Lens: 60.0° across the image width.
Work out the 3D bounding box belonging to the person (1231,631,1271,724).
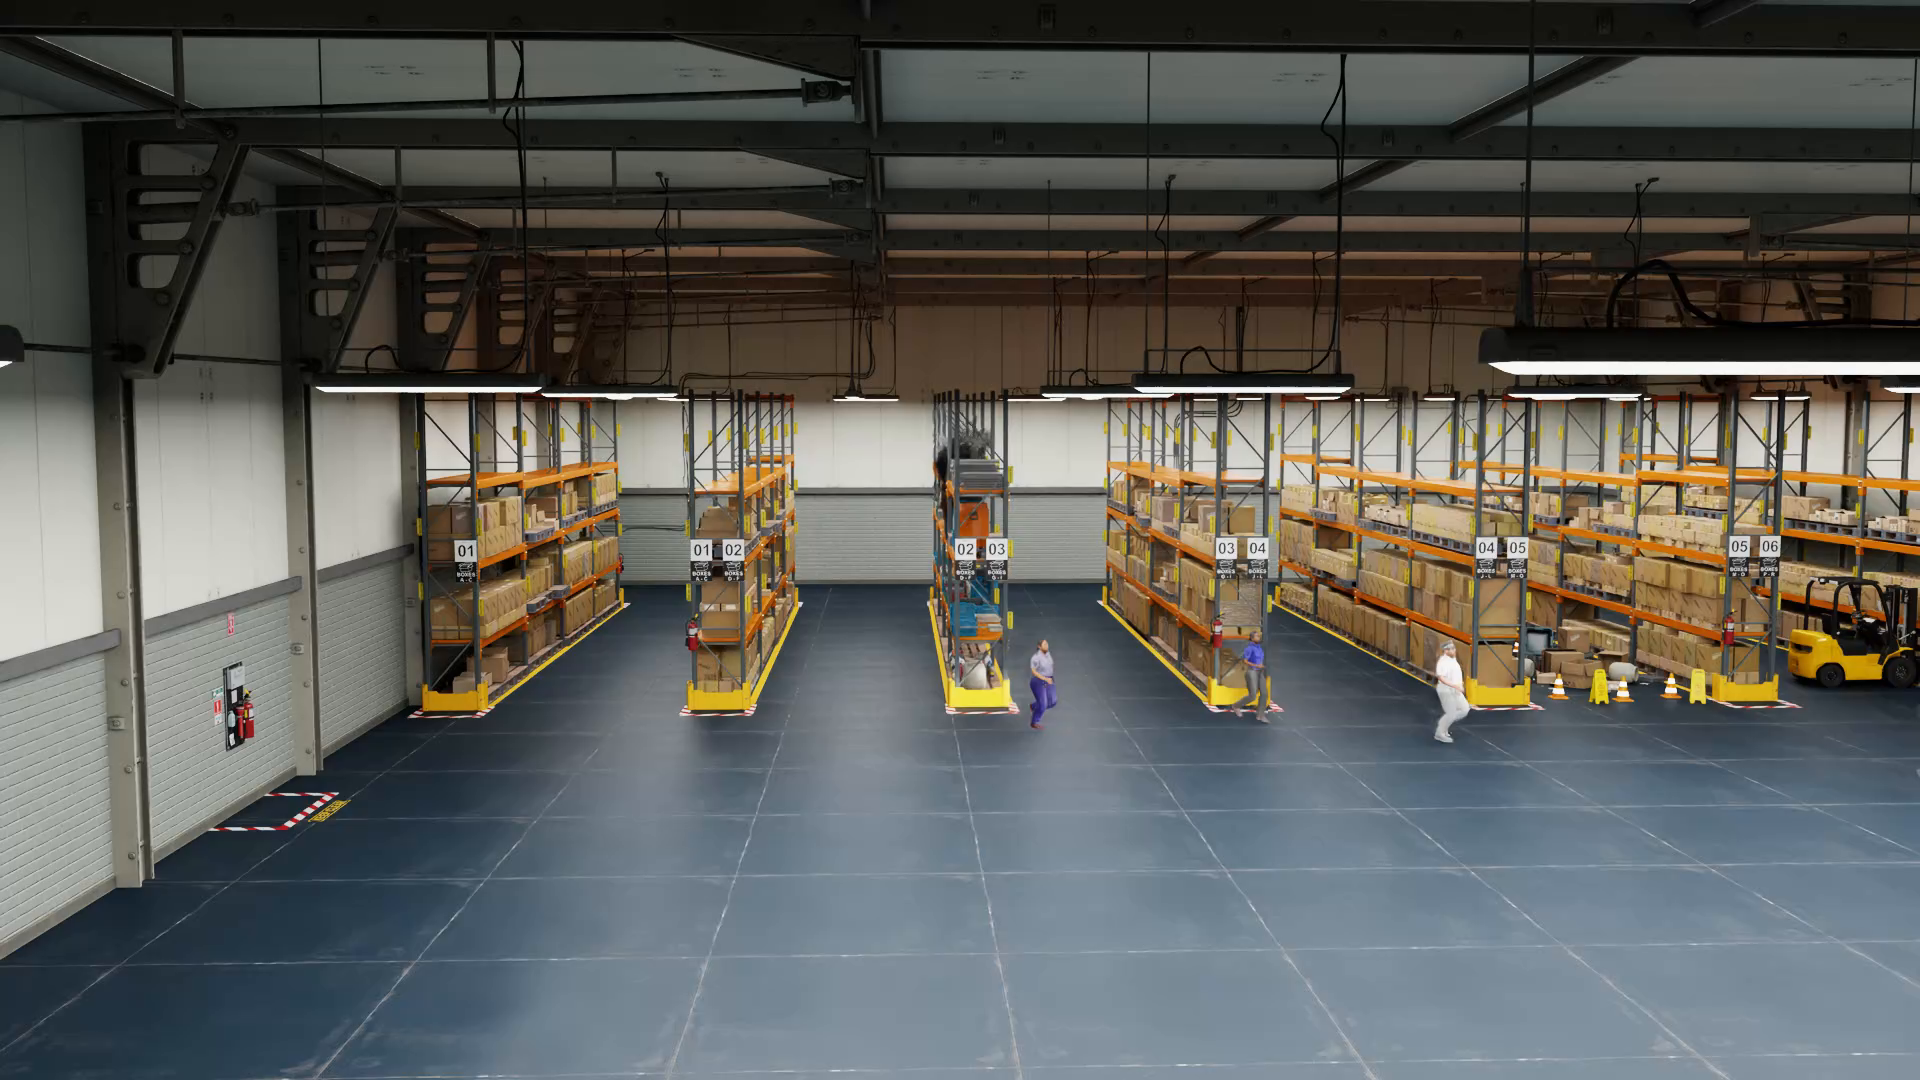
[{"bbox_3d":[5.278,2.465,30.025,0.743,1.670,0.578,4,6,41],"label":"person"}]

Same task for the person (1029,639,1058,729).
[{"bbox_3d":[1.458,2.540,29.386,0.615,1.612,0.630,4,6,38],"label":"person"}]

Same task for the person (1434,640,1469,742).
[{"bbox_3d":[8.353,2.553,28.236,0.541,1.746,0.674,4,6,37],"label":"person"}]

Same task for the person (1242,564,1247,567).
[{"bbox_3d":[7.926,0.968,47.712,0.734,1.809,0.625,3,5,29],"label":"person"}]
